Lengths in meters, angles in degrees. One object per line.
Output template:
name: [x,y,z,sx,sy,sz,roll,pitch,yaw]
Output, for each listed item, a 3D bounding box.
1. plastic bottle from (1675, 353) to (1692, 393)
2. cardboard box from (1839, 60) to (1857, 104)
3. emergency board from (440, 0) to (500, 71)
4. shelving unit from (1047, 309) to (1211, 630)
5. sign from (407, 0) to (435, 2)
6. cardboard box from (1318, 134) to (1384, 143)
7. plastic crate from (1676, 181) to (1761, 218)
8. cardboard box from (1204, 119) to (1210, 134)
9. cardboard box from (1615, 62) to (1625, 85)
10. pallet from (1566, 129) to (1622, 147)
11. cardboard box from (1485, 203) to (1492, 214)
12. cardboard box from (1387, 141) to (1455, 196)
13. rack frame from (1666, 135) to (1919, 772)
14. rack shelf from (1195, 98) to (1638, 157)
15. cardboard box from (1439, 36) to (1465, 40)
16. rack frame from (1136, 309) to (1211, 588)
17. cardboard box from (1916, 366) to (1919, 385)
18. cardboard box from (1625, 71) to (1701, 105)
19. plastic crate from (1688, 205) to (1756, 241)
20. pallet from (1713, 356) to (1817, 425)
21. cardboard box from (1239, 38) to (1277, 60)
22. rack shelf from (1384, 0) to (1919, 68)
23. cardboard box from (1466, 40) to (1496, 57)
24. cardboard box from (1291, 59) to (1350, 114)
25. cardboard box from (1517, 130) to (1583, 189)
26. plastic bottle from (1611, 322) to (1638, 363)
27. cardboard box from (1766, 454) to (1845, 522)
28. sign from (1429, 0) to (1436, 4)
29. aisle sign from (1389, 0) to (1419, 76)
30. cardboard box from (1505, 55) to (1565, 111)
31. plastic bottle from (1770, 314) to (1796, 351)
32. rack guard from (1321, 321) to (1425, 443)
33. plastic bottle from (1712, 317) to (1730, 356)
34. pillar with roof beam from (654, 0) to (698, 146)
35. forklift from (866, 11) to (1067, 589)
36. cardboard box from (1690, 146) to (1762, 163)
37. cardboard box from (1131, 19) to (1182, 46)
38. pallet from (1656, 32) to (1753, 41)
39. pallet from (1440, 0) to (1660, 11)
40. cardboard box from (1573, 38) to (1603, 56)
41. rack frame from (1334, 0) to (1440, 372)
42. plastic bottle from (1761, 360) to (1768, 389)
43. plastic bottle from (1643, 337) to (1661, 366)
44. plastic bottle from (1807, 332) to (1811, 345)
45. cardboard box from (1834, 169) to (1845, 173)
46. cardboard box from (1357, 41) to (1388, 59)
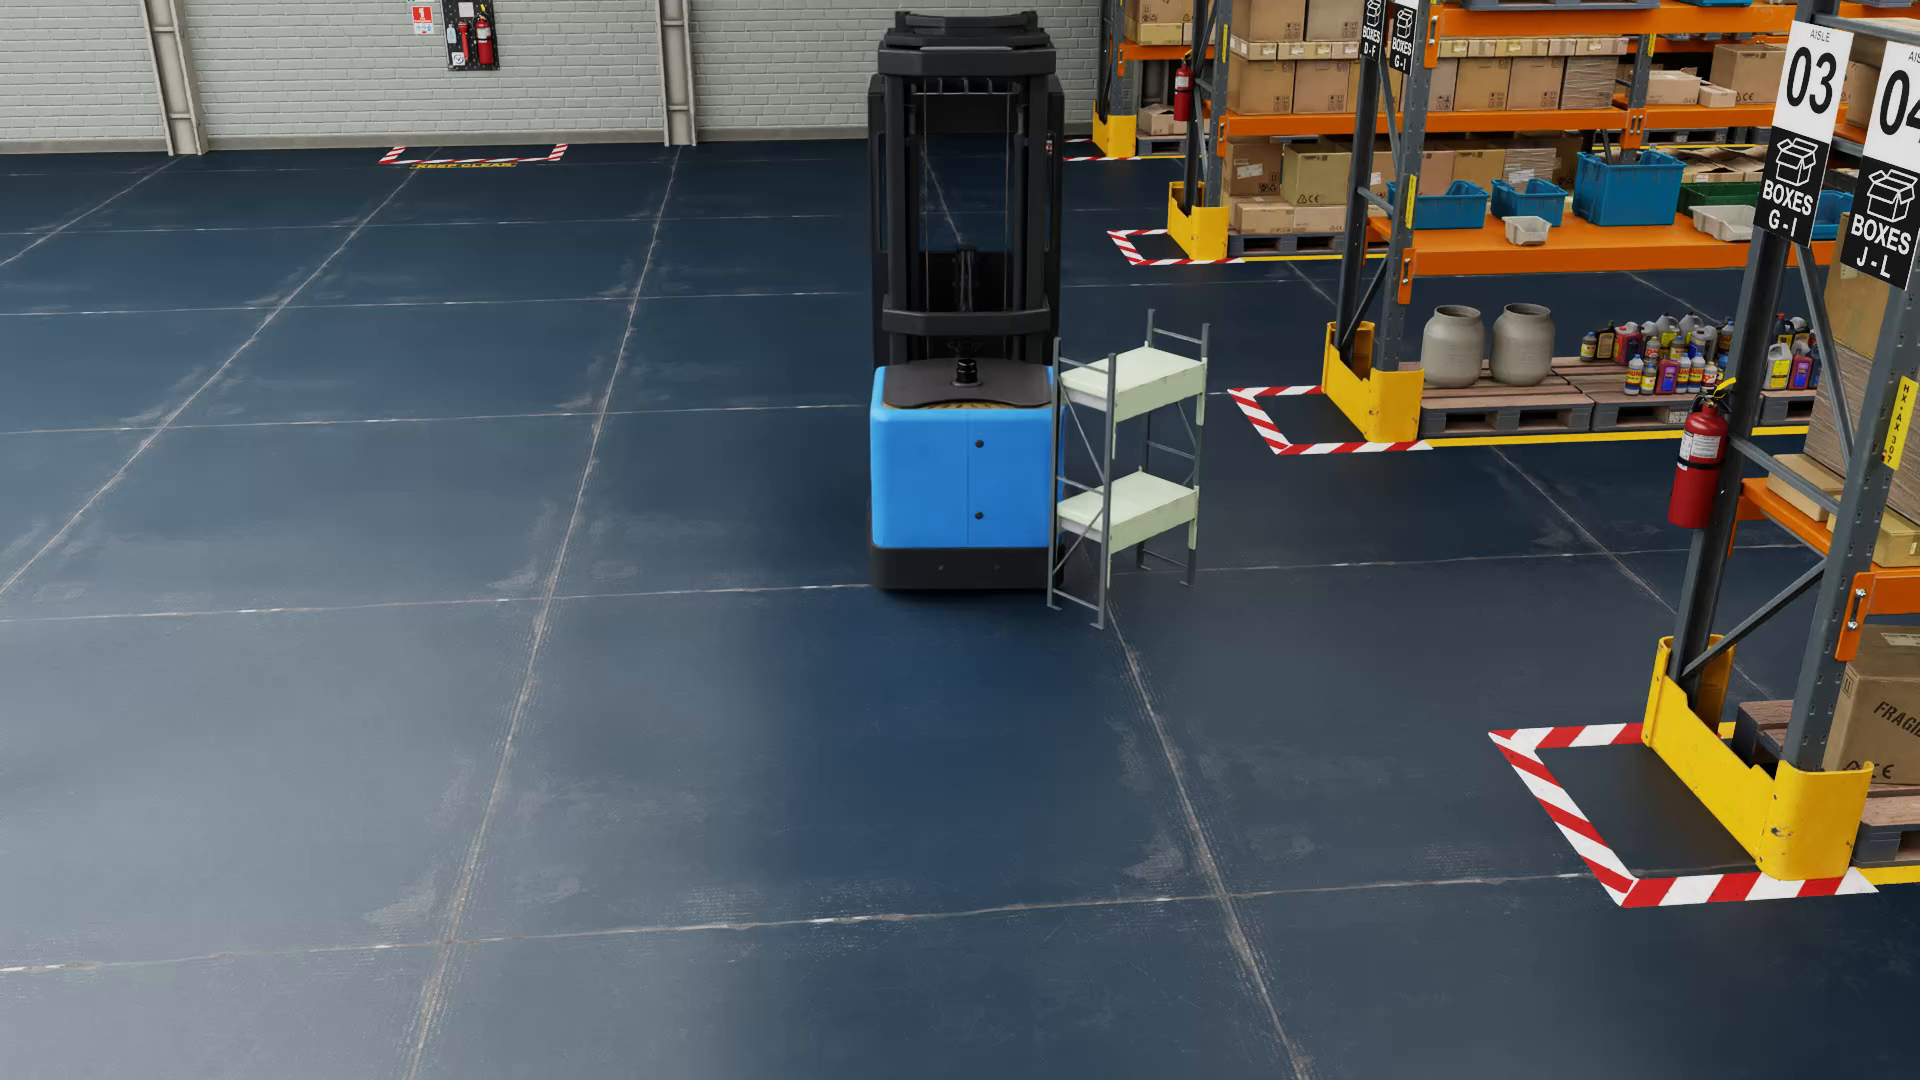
plastic bottle: [4.984,-1.157,11.477,0.097,0.271,0.097,0,24,0]
cardboard box: [8.618,-4.536,16.139,0.500,0.500,0.500,-4,24,-8]
emergency board: [-5.988,-6.302,20.234,0.643,1.169,0.194,-2,24,-5]
shelving unit: [0.880,-0.377,8.752,0.755,1.500,0.431,-21,32,-39]
sign: [-6.543,-6.576,20.156,0.331,0.109,0.001,-2,24,-5]
cardboard box: [3.823,-3.710,16.349,0.500,0.500,0.500,-2,24,-5]
plastic crate: [5.410,-2.365,11.639,0.662,0.188,0.450,-2,24,-5]
cardboard box: [3.099,-5.233,20.599,0.500,0.311,0.500,0,24,-1]
cardboard box: [7.999,-5.898,20.939,0.500,0.250,0.500,-2,24,-5]
pallet: [7.806,-5.214,21.220,1.213,0.211,1.003,-2,24,-5]
cardboard box: [4.871,-3.191,16.104,0.500,0.250,0.500,-2,24,-5]
cardboard box: [4.373,-3.513,15.906,0.500,0.500,0.500,-2,24,-5]
rack frame: [3.295,-0.240,6.598,0.127,3.000,1.000,-2,24,-5]
rack shelf: [4.315,-3.996,15.932,4.000,0.370,1.077,-2,24,-5]
cardboard box: [4.366,-4.962,15.501,0.500,0.500,0.700,-2,24,-5]
rack frame: [1.143,-0.480,8.984,0.023,1.500,0.400,-21,32,-39]
cardboard box: [3.869,-0.791,6.115,0.500,0.500,0.500,-2,24,-5]
cardboard box: [6.791,-4.373,16.080,0.500,0.250,0.500,-1,24,-2]
plastic crate: [5.198,-2.114,11.138,0.437,0.136,0.530,-2,24,-5]
pallet: [6.116,-1.118,12.005,1.213,0.211,1.003,-2,24,-5]
cardboard box: [2.736,-4.515,15.294,0.250,0.149,0.380,-2,24,-6]
rack shelf: [4.798,-3.364,10.818,4.000,0.370,1.077,-2,24,-5]
cardboard box: [4.792,-4.599,15.482,0.250,0.149,0.380,-2,24,-4]
cardboard box: [3.313,-4.327,15.668,0.500,0.500,0.700,-2,24,-4]
cardboard box: [5.813,-3.790,16.530,0.500,0.500,0.500,-2,24,-5]
plastic bottle: [4.846,-1.448,12.127,0.135,0.276,0.152,-2,24,-5]
cardboard box: [3.558,-0.220,6.862,0.250,0.149,0.380,-2,24,-5]
sign: [2.858,-3.395,9.990,0.005,0.325,0.100,-2,24,-5]
aisle sign: [2.765,-3.309,10.301,0.004,0.787,0.394,-2,24,-5]
cardboard box: [5.340,-4.406,15.847,0.500,0.500,0.700,-3,24,-6]
plastic bottle: [5.959,-1.470,12.083,0.185,0.351,0.144,-2,24,-5]
rack guard: [2.879,-1.122,11.659,0.348,0.500,1.175,-2,24,-5]
plastic bottle: [5.588,-1.500,12.234,0.133,0.283,0.061,-1,24,-3]
pillar with roof beam: [-3.102,-7.386,15.288,0.400,9.000,9.100,-2,24,-5]
forklift: [0.030,-1.624,9.795,1.130,2.935,3.031,0,24,0]
cardboard box: [7.694,-3.770,16.717,0.500,0.311,0.500,-2,24,-5]
cardboard box: [2.351,-6.078,19.892,0.500,0.250,0.500,-3,24,-7]
pallet: [9.097,-6.407,20.708,1.003,0.211,1.213,-2,24,-5]
pallet: [3.641,-3.520,10.516,1.213,0.211,1.003,-2,24,-5]
cardboard box: [5.810,-4.640,15.574,0.250,0.149,0.380,-3,24,-6]
rack frame: [2.808,-2.242,11.102,0.127,3.000,1.000,-2,24,-5]
plastic bottle: [5.501,-1.191,11.548,0.135,0.276,0.152,-2,24,-4]
plastic bottle: [5.015,-1.370,12.043,0.097,0.201,0.097,0,24,0]
plastic bottle: [6.226,-1.481,12.292,0.097,0.201,0.097,0,24,0]
cardboard box: [8.271,-3.574,16.275,0.500,0.311,0.500,-2,24,-4]
cardboard box: [3.764,-4.557,15.388,0.250,0.149,0.380,-3,24,-7]
